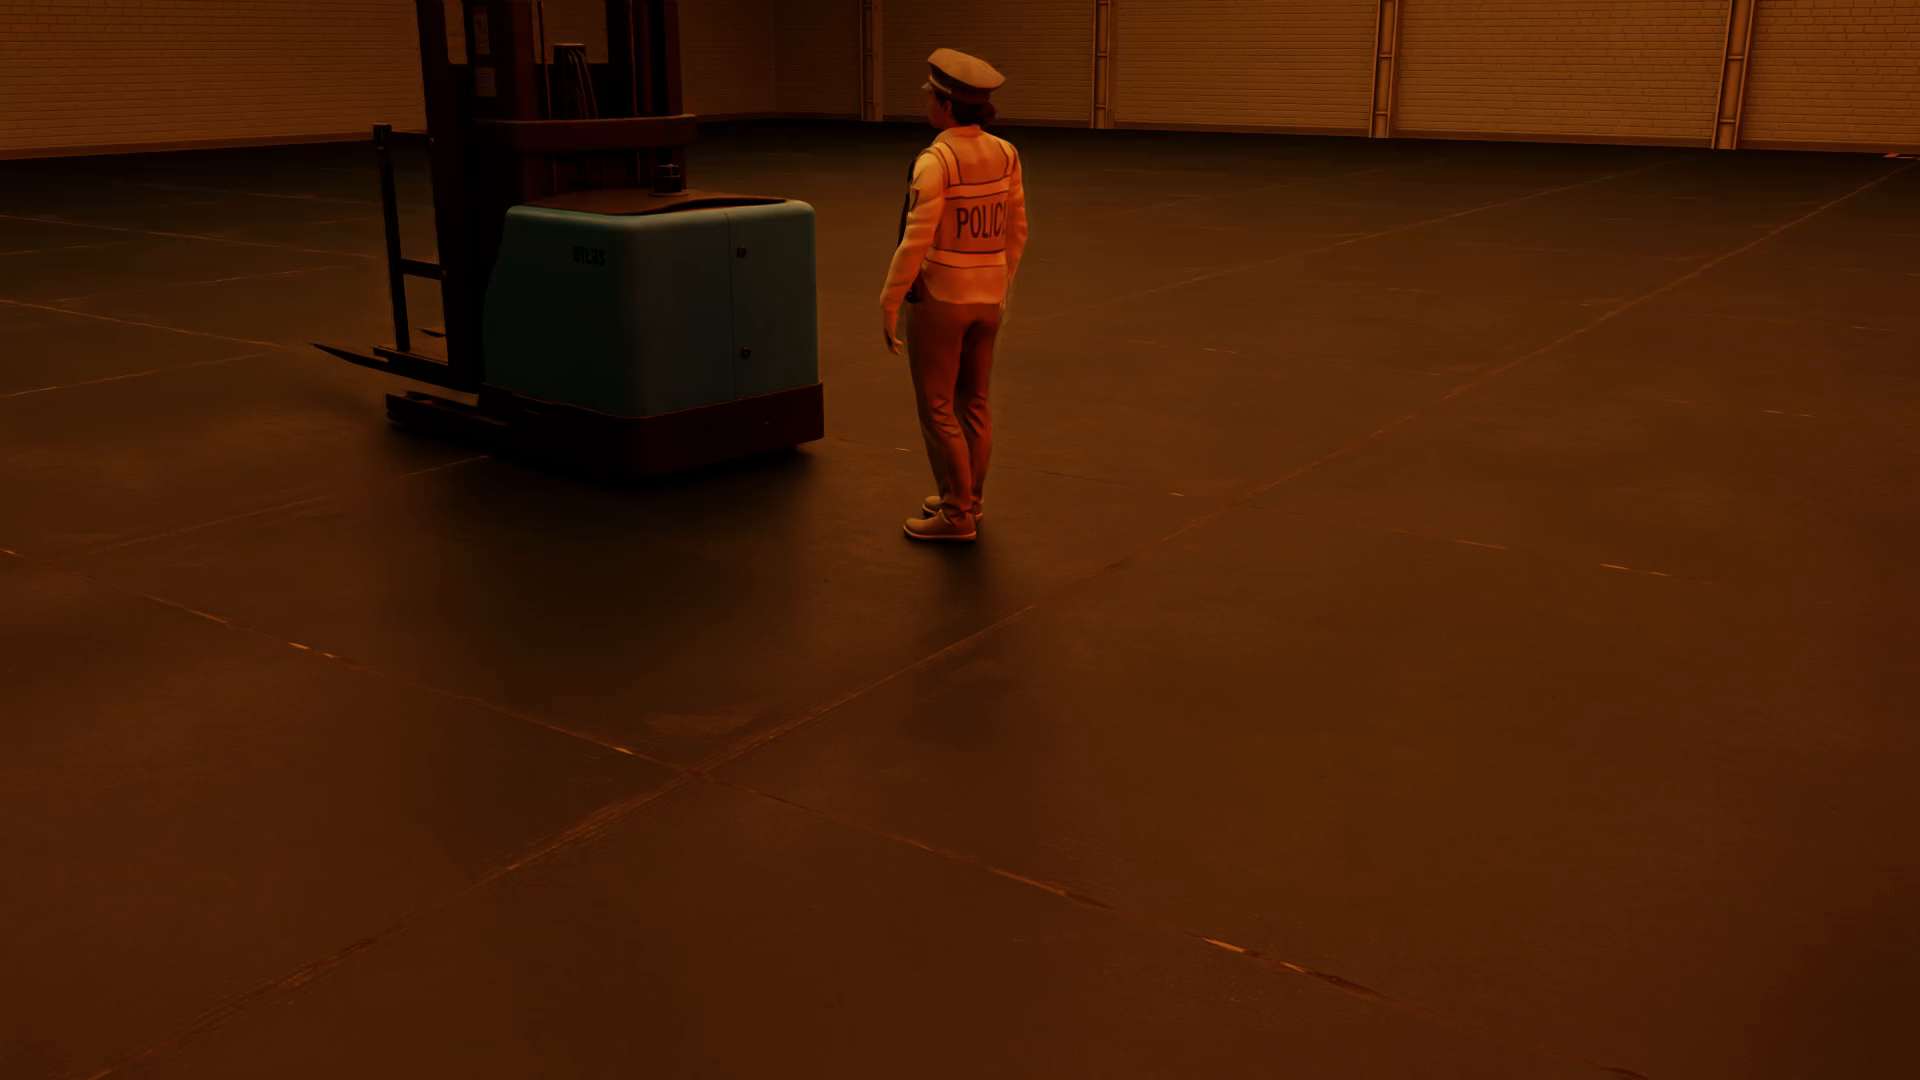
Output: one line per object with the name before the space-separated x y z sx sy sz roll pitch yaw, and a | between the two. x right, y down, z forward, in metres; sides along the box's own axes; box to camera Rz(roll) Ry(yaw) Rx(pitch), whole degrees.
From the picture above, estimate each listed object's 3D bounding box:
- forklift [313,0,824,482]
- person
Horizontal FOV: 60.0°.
forklift | -2.004 -1.975 7.436 3.031 2.935 1.130 15 22 41
person | -0.080 -0.824 5.765 0.555 1.693 0.585 16 23 43
